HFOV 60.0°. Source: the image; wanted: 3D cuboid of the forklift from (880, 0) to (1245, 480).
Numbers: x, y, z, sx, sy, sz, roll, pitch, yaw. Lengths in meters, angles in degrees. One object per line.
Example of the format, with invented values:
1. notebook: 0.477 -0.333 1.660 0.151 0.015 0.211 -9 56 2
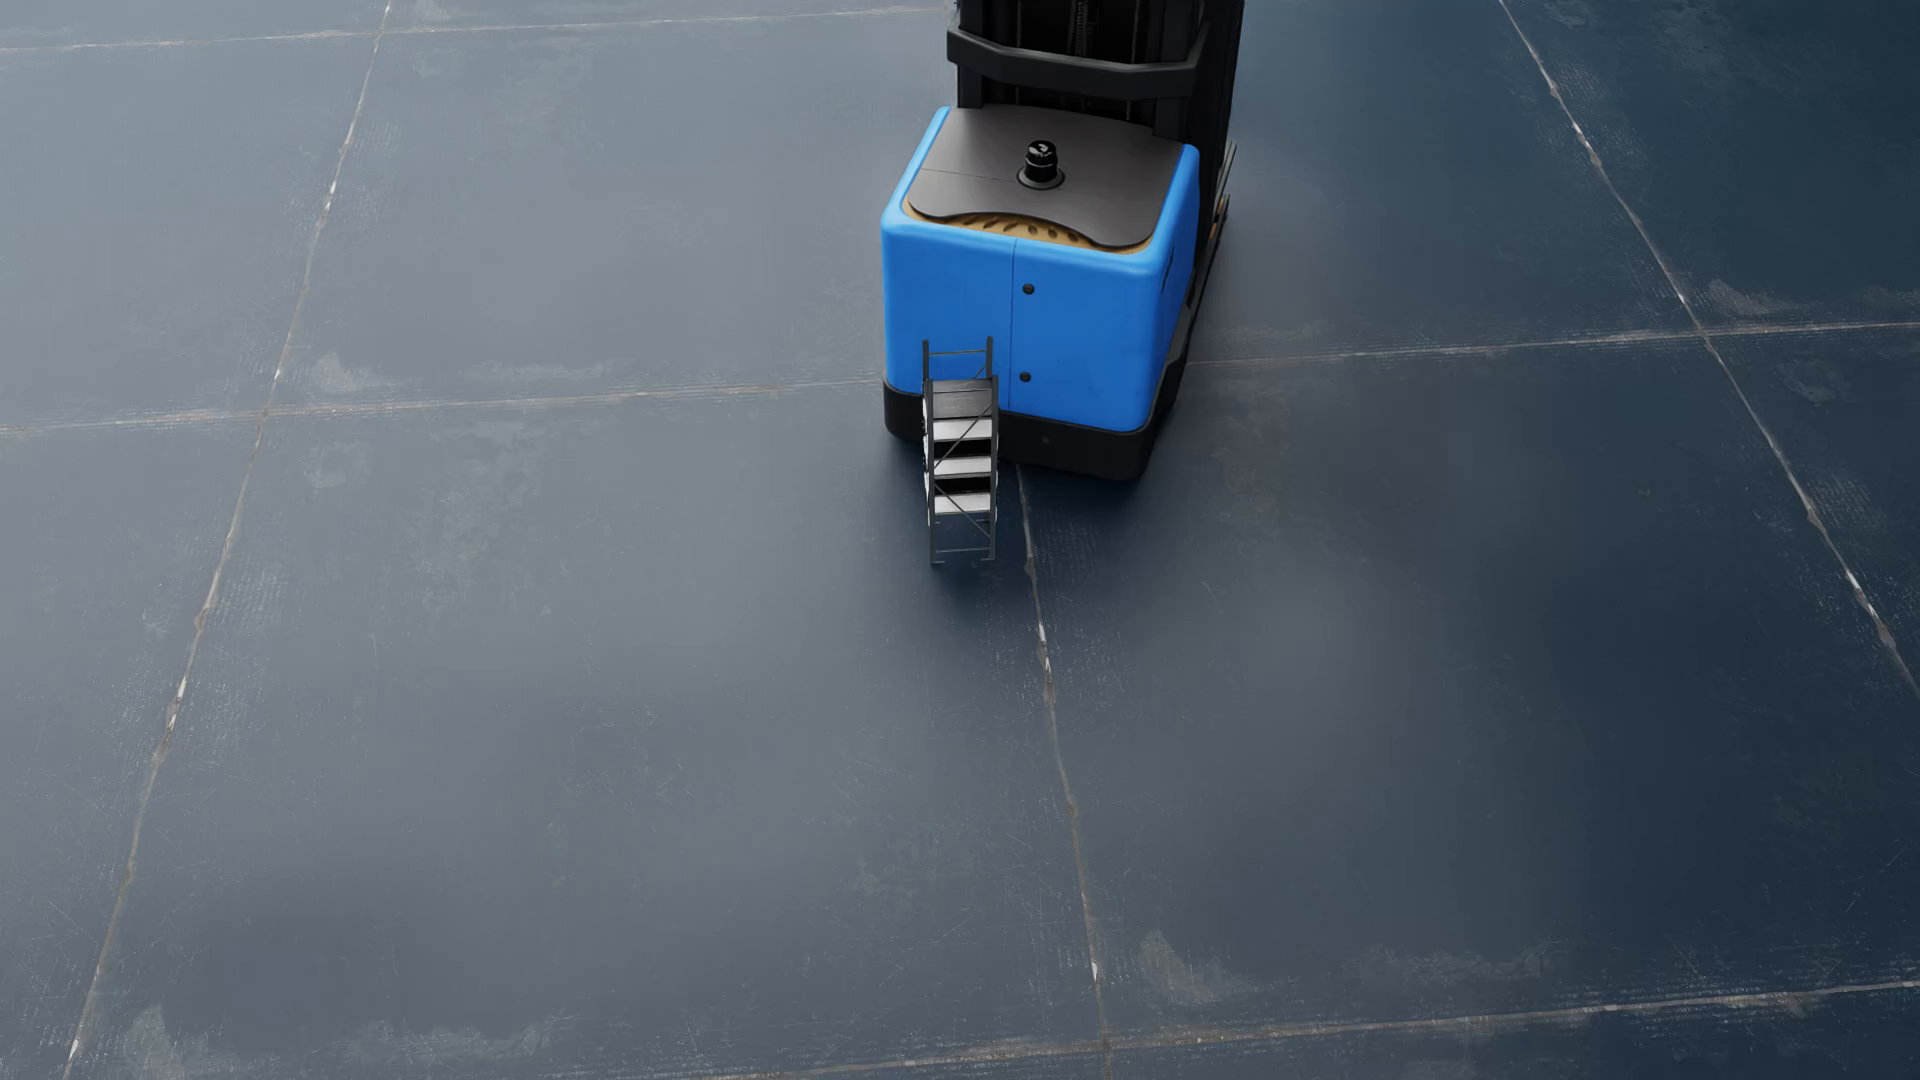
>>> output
1. forklift: 0.592 -2.330 6.438 1.130 2.935 3.031 12 48 11

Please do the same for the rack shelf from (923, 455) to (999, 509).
1. rack shelf: 0.001 -0.219 6.007 0.258 0.077 0.200 -3 47 -3

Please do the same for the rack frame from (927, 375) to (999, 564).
1. rack frame: 0.009 -0.230 5.848 0.240 0.900 0.006 -3 47 -3

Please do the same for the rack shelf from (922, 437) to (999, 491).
1. rack shelf: 0.001 -0.281 5.942 0.258 0.077 0.200 -3 47 -3

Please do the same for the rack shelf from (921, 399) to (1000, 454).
1. rack shelf: 0.001 -0.404 5.811 0.258 0.077 0.200 -3 47 -3

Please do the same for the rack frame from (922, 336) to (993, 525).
1. rack frame: -0.008 -0.377 5.987 0.240 0.900 0.006 -3 47 -3

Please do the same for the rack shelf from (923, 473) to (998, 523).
1. rack shelf: 0.001 -0.157 6.073 0.258 0.077 0.200 -3 47 -3

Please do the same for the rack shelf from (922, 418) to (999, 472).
1. rack shelf: 0.001 -0.343 5.877 0.258 0.077 0.200 -3 47 -3

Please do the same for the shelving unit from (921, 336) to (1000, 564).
1. shelving unit: 0.001 -0.304 5.918 0.258 0.900 0.210 -3 47 -3

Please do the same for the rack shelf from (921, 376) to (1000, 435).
1. rack shelf: 0.001 -0.466 5.746 0.258 0.077 0.200 -3 47 -3
